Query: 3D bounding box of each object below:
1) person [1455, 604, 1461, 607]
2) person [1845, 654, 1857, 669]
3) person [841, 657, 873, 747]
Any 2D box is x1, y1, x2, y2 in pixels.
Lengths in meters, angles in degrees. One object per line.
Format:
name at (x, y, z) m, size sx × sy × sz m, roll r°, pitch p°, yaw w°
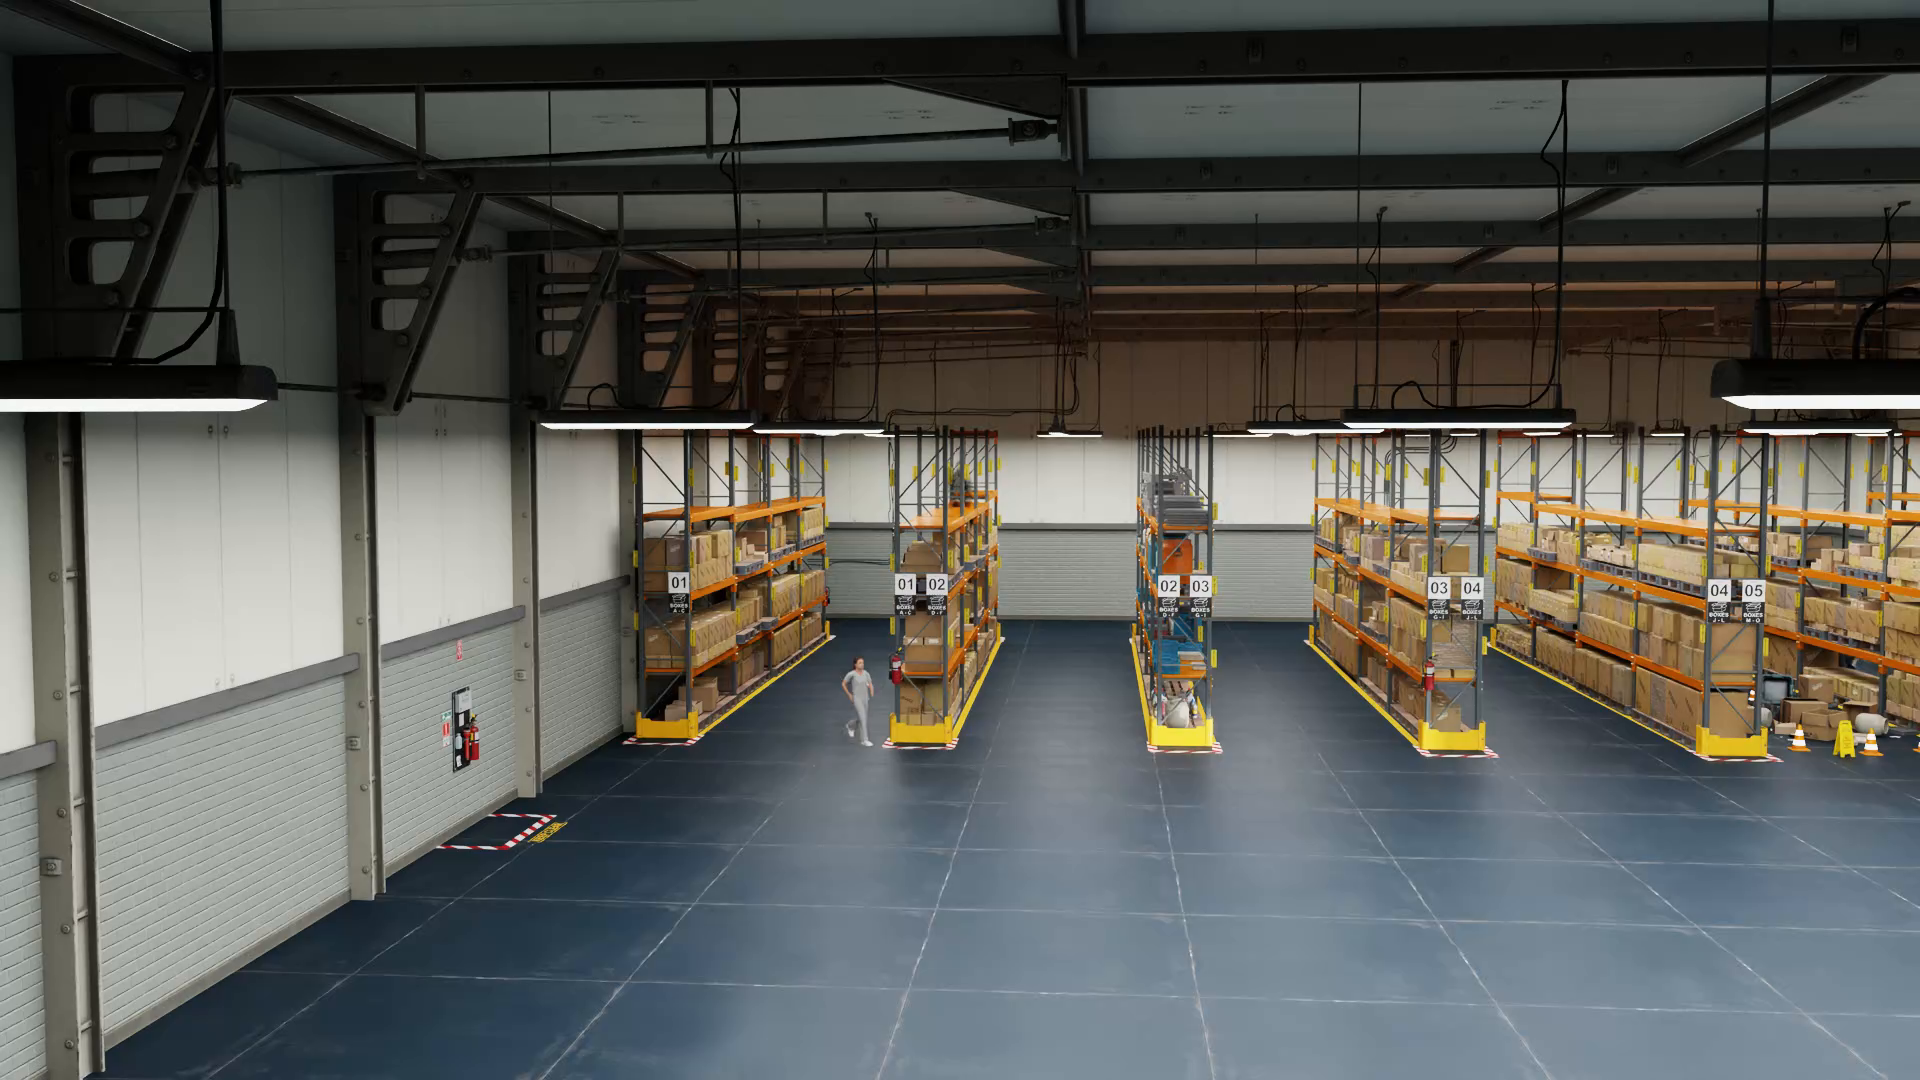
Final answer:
person at (13.564, 2.207, 44.674) m, size 0.619 × 1.621 × 0.806 m, roll 1°, pitch 4°, yaw 13°
person at (21.865, 2.485, 41.032) m, size 0.530 × 1.552 × 0.561 m, roll 0°, pitch 3°, yaw -8°
person at (-1.919, 3.008, 31.259) m, size 0.591 × 1.651 × 0.893 m, roll -3°, pitch 4°, yaw -38°
